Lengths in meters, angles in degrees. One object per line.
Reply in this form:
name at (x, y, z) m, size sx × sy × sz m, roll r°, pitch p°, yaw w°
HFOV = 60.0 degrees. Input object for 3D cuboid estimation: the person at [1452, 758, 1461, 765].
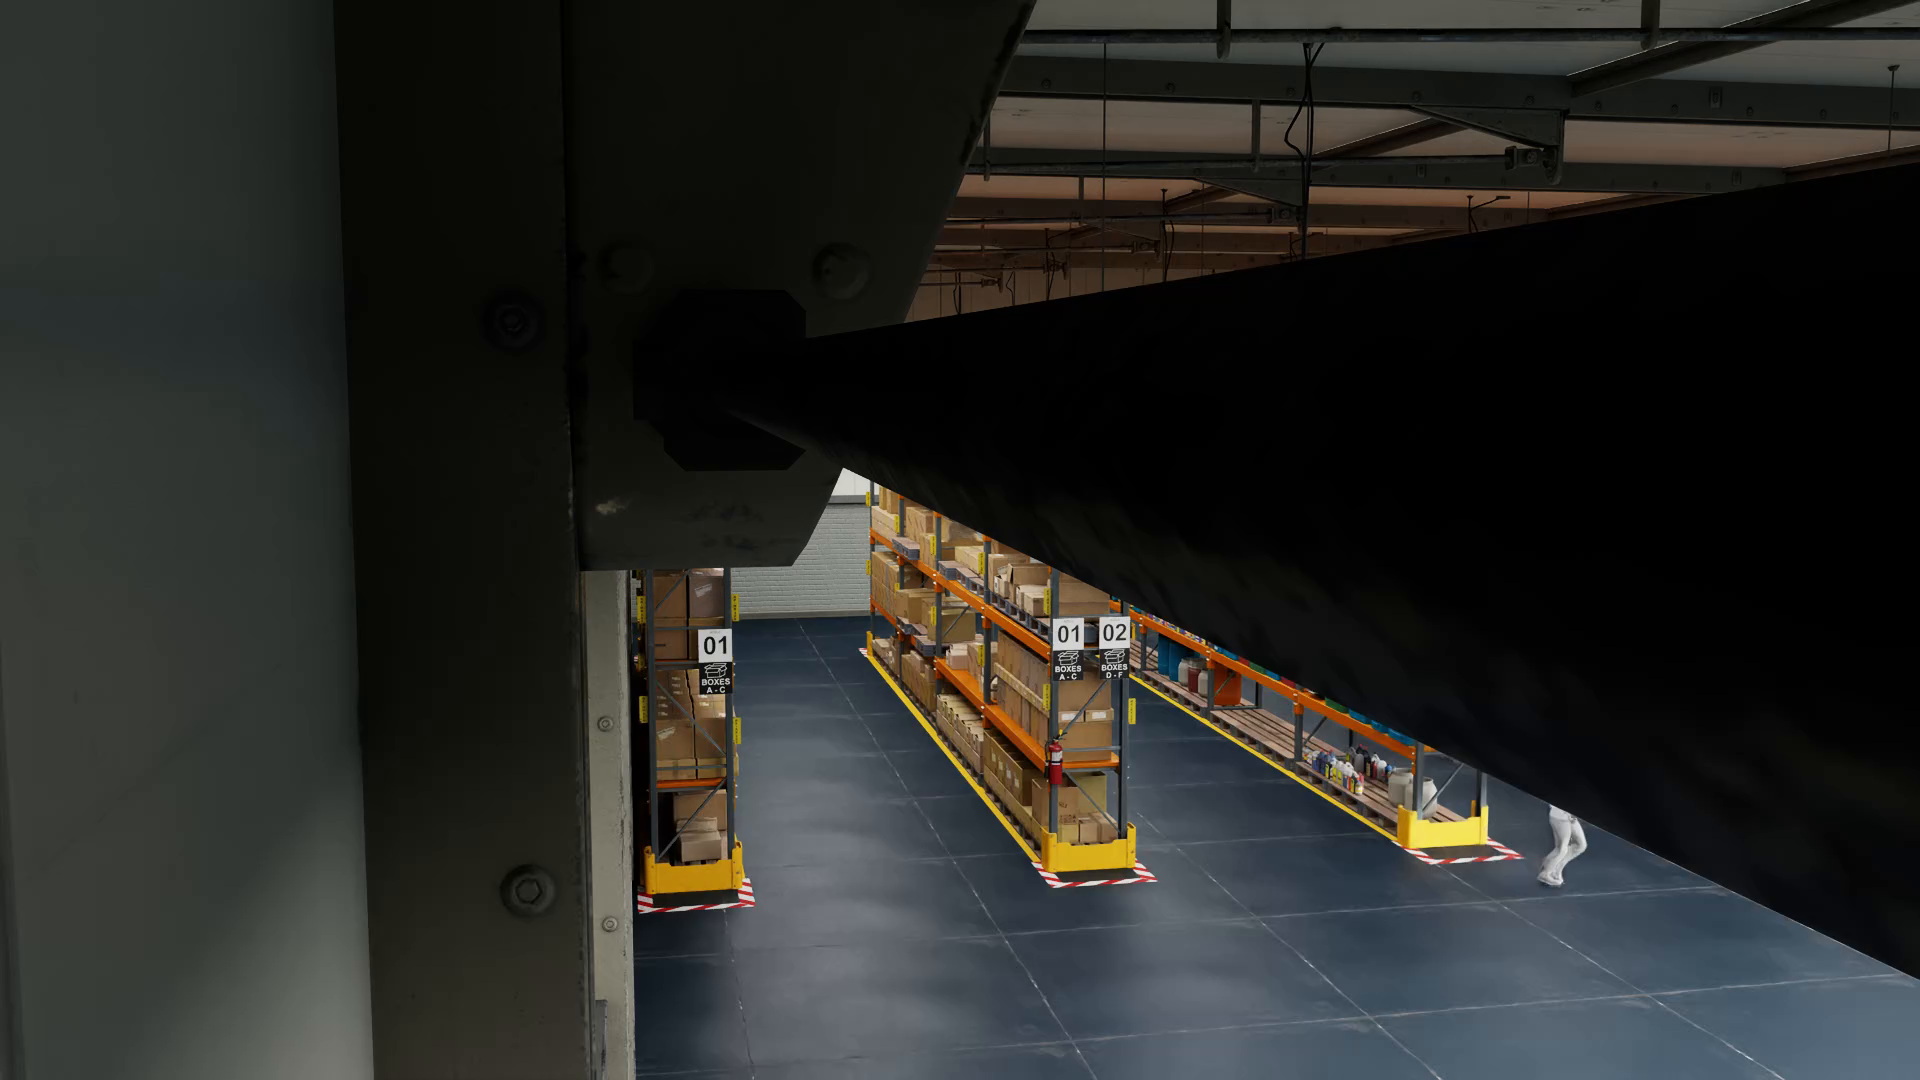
person at (7.930, 2.637, 26.820) m, size 0.629 × 1.817 × 0.912 m, roll -2°, pitch 6°, yaw -19°

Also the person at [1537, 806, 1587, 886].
person at (7.384, 3.391, 20.218) m, size 0.629 × 1.681 × 0.635 m, roll 3°, pitch 7°, yaw 29°
